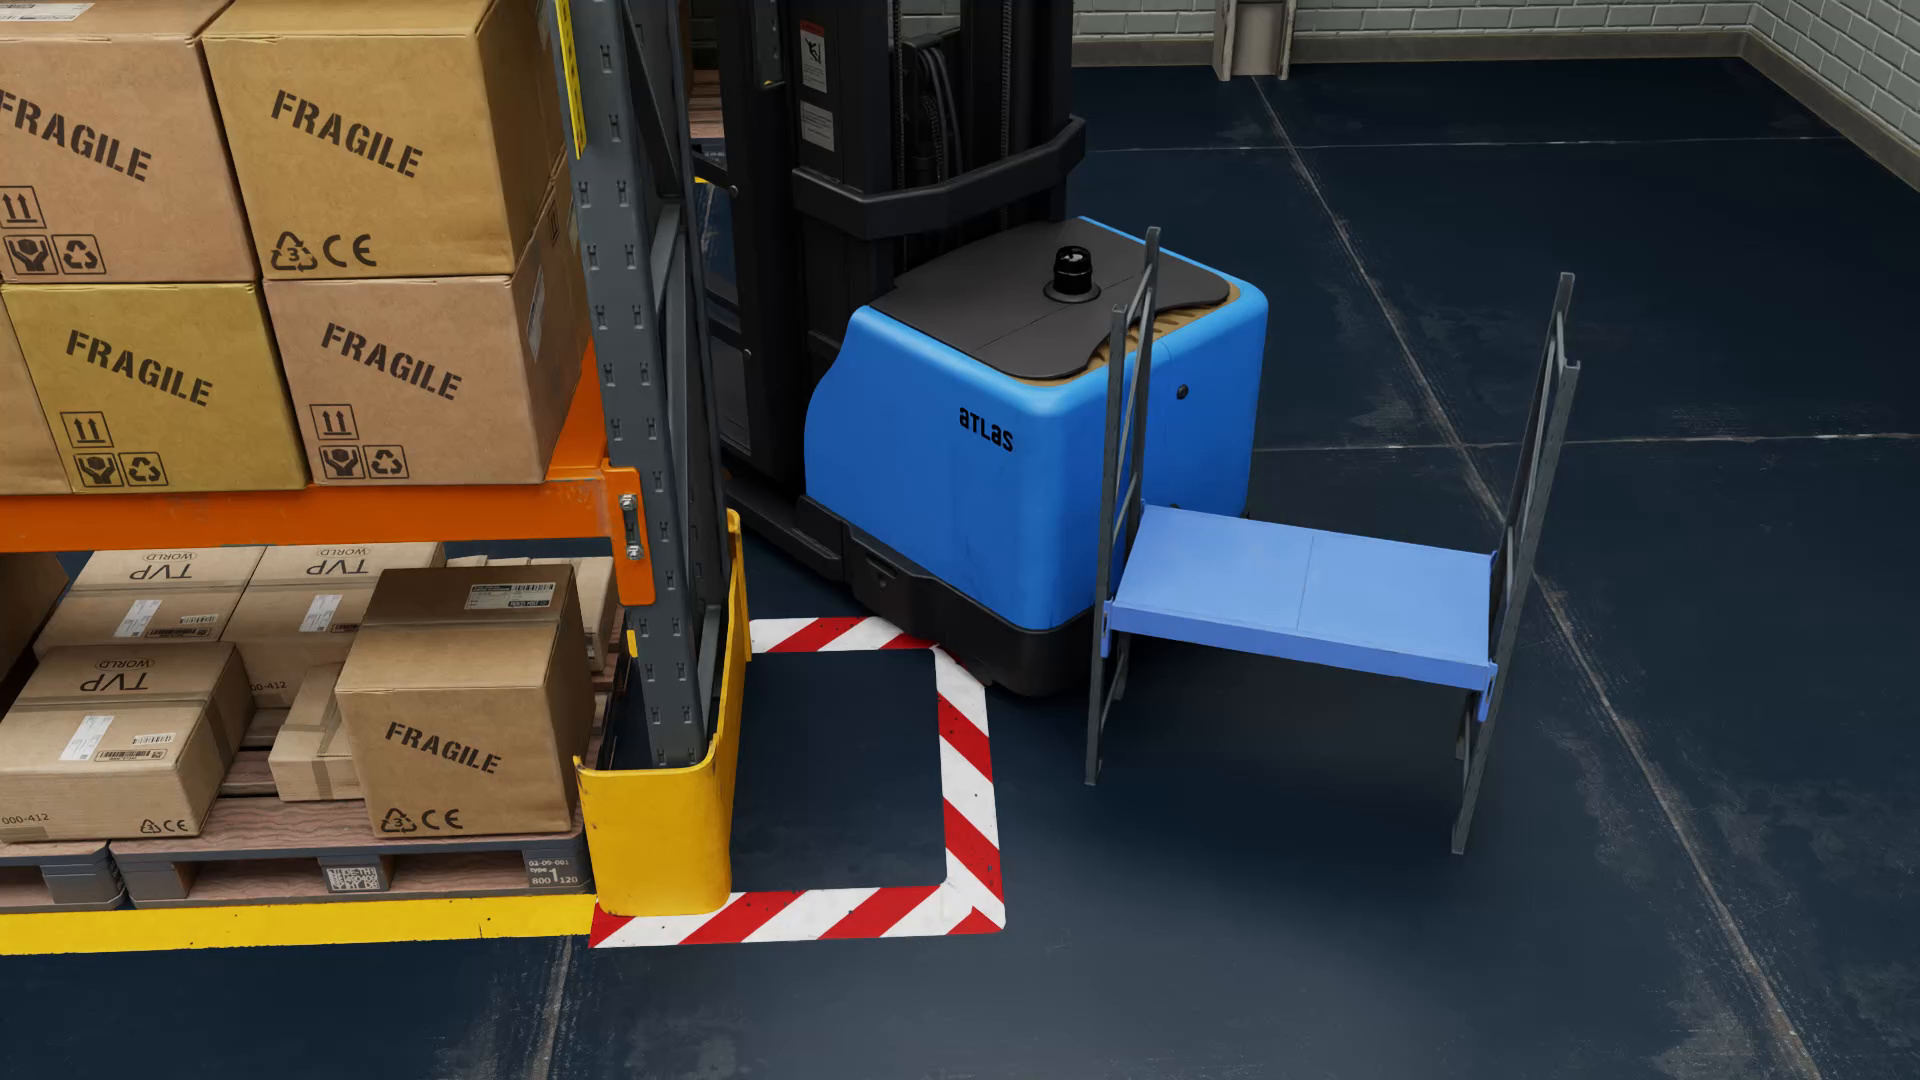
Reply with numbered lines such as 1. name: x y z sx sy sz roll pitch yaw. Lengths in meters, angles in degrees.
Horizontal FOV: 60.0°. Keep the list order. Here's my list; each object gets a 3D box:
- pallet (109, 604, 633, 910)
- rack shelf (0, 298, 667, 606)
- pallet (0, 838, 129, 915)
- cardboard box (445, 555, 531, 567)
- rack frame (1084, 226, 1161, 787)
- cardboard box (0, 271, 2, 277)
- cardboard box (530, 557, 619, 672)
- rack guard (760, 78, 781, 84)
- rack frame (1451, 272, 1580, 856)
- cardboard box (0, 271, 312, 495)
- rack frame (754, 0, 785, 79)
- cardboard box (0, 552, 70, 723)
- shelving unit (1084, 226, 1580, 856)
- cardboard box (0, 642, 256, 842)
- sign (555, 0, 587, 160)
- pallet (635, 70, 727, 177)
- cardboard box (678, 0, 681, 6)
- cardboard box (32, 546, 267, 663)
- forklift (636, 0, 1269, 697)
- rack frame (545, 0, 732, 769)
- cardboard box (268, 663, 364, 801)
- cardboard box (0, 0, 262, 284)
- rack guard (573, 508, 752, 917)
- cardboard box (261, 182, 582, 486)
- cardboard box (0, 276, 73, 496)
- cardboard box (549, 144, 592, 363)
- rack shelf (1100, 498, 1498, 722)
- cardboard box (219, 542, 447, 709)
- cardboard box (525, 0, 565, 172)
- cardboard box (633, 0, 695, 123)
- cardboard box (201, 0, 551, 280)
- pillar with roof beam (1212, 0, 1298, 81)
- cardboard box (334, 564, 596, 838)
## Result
1. pallet: -1.601 0.582 4.724 1.213 0.211 1.003 -2 35 -2
2. rack shelf: -2.727 -0.239 4.092 4.000 0.370 1.077 -2 35 -2
3. pallet: -2.817 0.613 4.679 1.213 0.211 1.003 -2 35 -2
4. cardboard box: -1.413 0.218 4.902 0.250 0.166 0.380 -2 35 -2
5. rack frame: 0.436 -0.053 4.508 0.032 1.500 0.500 9 36 13
6. cardboard box: -2.183 -0.842 3.364 0.500 0.500 0.500 -1 35 -1
7. cardboard box: -1.163 0.219 4.917 0.250 0.149 0.380 -2 35 -2
8. rack guard: -0.943 -2.377 8.746 0.348 0.500 1.175 -2 35 -2
9. rack frame: 1.416 0.101 4.285 0.032 1.500 0.500 9 36 13
10. cardboard box: -1.681 -0.447 3.672 0.500 0.500 0.500 -1 35 -2
11. rack frame: -0.967 -3.405 8.034 0.127 3.000 1.000 -2 35 -2
12. cardboard box: -2.848 0.311 4.472 0.637 0.503 0.797 -2 35 -2
13. shelving unit: 0.926 0.024 4.397 1.048 1.500 0.538 9 36 13
14. cardboard box: -2.211 0.524 4.386 0.500 0.250 0.500 -2 35 -2
15. sign: -0.723 -0.879 3.089 0.005 0.325 0.100 -2 35 -2
16. pallet: -1.762 -2.192 8.732 1.213 0.211 1.003 -2 35 -2
17. cardboard box: -1.546 -2.857 8.501 0.250 0.149 0.380 -1 35 -2
18. cardboard box: -2.284 0.241 4.795 0.500 0.250 0.500 -2 35 -2
19. forklift: -0.442 -1.484 5.318 1.130 2.935 3.031 -28 44 -35
20. rack frame: -0.729 -0.589 3.965 0.127 3.000 1.000 -2 35 -2
21. cardboard box: -1.669 0.510 4.481 0.250 0.166 0.380 -2 35 -2
22. cardboard box: -1.665 -0.859 3.388 0.500 0.500 0.500 -1 35 -1
23. rack guard: -0.805 0.441 4.673 0.348 0.500 1.175 -2 35 -2
24. cardboard box: -1.163 -0.463 3.695 0.500 0.500 0.500 -1 35 -1
25. cardboard box: -2.180 -0.437 3.657 0.500 0.500 0.500 -1 35 -2
26. cardboard box: -1.185 -0.768 4.136 0.500 0.500 0.500 -1 35 -1
27. rack shelf: 0.926 0.172 4.499 1.000 0.185 0.538 9 36 13
28. cardboard box: -1.785 0.228 4.815 0.500 0.250 0.500 -2 35 -2
29. cardboard box: -1.185 -1.179 3.851 0.500 0.500 0.500 -1 35 -1
30. cardboard box: -1.662 -2.474 8.516 0.500 0.500 0.700 -2 35 -2
31. cardboard box: -1.161 -0.873 3.409 0.500 0.500 0.500 -2 35 -3
32. pillar with roof beam: 1.893 -3.989 3.606 0.400 9.000 9.100 -2 35 -2
33. cardboard box: -1.260 0.413 4.328 0.500 0.500 0.500 -2 35 -2
